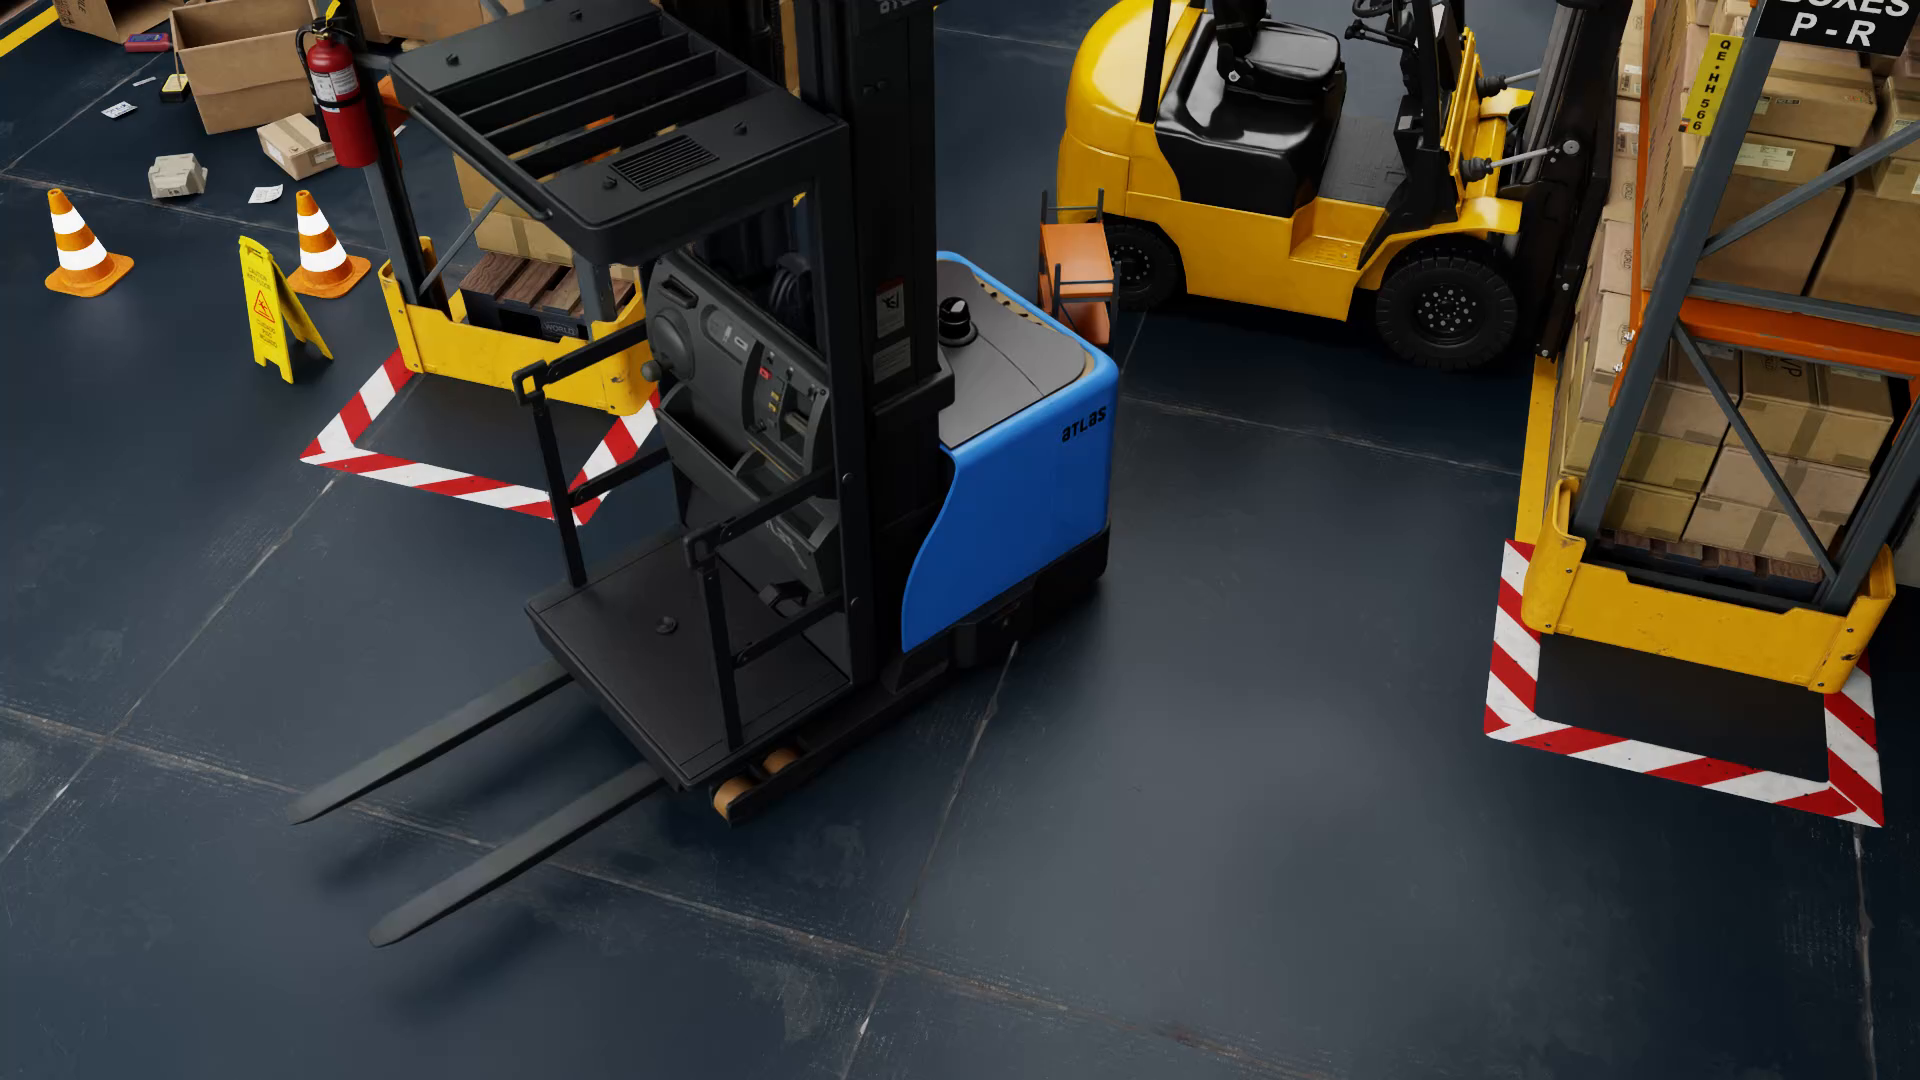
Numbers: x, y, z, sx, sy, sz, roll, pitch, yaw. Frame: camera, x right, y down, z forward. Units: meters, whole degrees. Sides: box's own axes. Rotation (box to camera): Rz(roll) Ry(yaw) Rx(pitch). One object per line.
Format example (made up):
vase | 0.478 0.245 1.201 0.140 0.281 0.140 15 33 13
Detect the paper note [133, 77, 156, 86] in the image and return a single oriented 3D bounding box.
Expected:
paper note | -4.605 -2.589 9.389 0.123 0.001 0.032 -33 53 -29

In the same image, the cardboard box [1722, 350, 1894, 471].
cardboard box | 3.100 -0.549 6.117 0.500 0.250 0.500 12 46 12

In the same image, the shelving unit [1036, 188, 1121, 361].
shelving unit | 0.452 -0.751 6.659 0.258 1.200 0.503 -3 44 -3

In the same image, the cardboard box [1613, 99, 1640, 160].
cardboard box | 3.069 -1.658 7.250 0.500 0.250 0.500 12 46 12

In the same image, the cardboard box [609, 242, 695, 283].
cardboard box | -1.450 -1.439 7.742 0.500 0.250 0.500 12 46 12

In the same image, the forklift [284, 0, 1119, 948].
forklift | -0.872 -0.490 5.155 3.031 2.935 1.130 -31 52 -28

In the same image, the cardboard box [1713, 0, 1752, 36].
cardboard box | 2.780 -1.752 5.648 0.380 0.149 0.250 13 46 13

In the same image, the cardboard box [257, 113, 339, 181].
cardboard box | -3.486 -2.075 8.764 0.250 0.149 0.380 -33 53 -29

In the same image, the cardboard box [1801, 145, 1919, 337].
cardboard box | 3.188 -1.051 5.608 0.500 0.500 0.500 14 46 14

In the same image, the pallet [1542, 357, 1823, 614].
pallet | 2.965 -0.266 6.870 1.003 0.211 1.213 13 46 13

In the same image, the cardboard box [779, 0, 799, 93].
cardboard box | -1.130 -2.405 8.193 0.500 0.500 0.500 13 46 13

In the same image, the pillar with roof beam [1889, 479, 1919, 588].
pillar with roof beam | -0.259 -4.073 4.478 9.100 9.000 0.400 13 46 13

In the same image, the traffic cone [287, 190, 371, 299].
traffic cone | -3.057 -1.446 7.896 0.336 0.463 0.334 13 46 13

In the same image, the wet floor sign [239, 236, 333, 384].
wet floor sign | -3.035 -1.051 7.363 0.267 0.644 0.232 28 51 26

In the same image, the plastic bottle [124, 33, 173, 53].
plastic bottle | -4.684 -2.888 9.658 0.283 0.061 0.133 -2 44 -2

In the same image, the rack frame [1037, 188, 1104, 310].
rack frame | 0.436 -0.921 6.833 0.240 1.200 0.015 -3 44 -3

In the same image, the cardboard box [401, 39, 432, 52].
cardboard box | -2.049 -1.997 6.826 0.380 0.149 0.250 14 46 14

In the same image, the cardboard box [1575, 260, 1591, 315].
cardboard box | 2.922 -1.161 7.100 0.500 0.250 0.500 12 46 12

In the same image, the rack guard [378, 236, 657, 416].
rack guard | -1.935 -0.950 7.363 1.175 0.500 0.348 13 46 13

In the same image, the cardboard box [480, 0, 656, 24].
cardboard box | -1.550 -2.192 6.561 0.500 0.500 0.500 12 46 12

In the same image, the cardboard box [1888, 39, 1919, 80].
cardboard box | 3.219 -1.460 5.350 0.380 0.149 0.250 14 46 14

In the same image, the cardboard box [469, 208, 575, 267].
cardboard box | -1.962 -1.572 7.877 0.500 0.250 0.500 12 46 12

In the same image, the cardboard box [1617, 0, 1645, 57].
cardboard box | 3.375 -2.340 7.947 0.500 0.250 0.500 13 46 13

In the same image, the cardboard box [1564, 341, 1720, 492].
cardboard box | 2.623 -0.480 6.404 0.500 0.250 0.500 12 46 12

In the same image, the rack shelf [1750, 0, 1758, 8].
rack shelf | 3.379 -2.892 5.930 1.077 0.370 4.000 13 46 13

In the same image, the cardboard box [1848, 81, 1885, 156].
cardboard box | 3.138 -1.360 5.460 0.380 0.149 0.250 13 46 13

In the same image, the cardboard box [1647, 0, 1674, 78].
cardboard box | 3.135 -2.186 6.768 0.500 0.500 0.500 13 46 13

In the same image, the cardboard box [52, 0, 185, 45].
cardboard box | -4.987 -3.295 9.758 0.500 0.500 0.500 20 48 19

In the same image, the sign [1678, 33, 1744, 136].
sign | 2.261 -1.366 5.004 0.100 0.325 0.005 13 46 13

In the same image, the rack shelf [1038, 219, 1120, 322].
rack shelf | 0.452 -1.032 6.385 0.258 0.148 0.480 -3 44 -3

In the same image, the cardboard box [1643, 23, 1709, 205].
cardboard box | 2.839 -1.507 6.074 0.500 0.500 0.500 14 46 14

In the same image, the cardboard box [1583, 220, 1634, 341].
cardboard box | 2.765 -0.983 6.561 0.500 0.250 0.500 13 46 13

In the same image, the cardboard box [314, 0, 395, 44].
cardboard box | -3.564 -3.281 9.646 0.797 0.637 0.503 13 46 13

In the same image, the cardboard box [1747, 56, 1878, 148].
cardboard box | 2.681 -1.401 5.289 0.380 0.149 0.250 13 46 13

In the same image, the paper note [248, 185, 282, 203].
paper note | -3.569 -1.783 8.550 0.148 0.019 0.142 -2 44 -2

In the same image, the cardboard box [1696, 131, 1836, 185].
cardboard box | 2.612 -1.302 5.400 0.380 0.149 0.250 13 46 13

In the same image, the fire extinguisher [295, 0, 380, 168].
fire extinguisher | -2.432 -1.786 6.486 0.296 0.674 0.183 13 46 13

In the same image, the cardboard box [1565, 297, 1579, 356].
cardboard box | 2.935 -0.952 7.244 0.500 0.250 0.500 13 46 13

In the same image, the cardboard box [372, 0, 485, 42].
cardboard box | -2.056 -2.355 6.727 0.500 0.500 0.500 12 46 12

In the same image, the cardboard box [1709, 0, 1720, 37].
cardboard box | 2.884 -1.801 5.911 0.380 0.149 0.250 12 46 12

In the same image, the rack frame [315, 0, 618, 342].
rack frame | -1.958 -1.793 6.437 1.000 3.000 0.127 13 46 13

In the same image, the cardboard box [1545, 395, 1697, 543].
cardboard box | 2.615 -0.291 6.569 0.500 0.250 0.500 13 46 13
